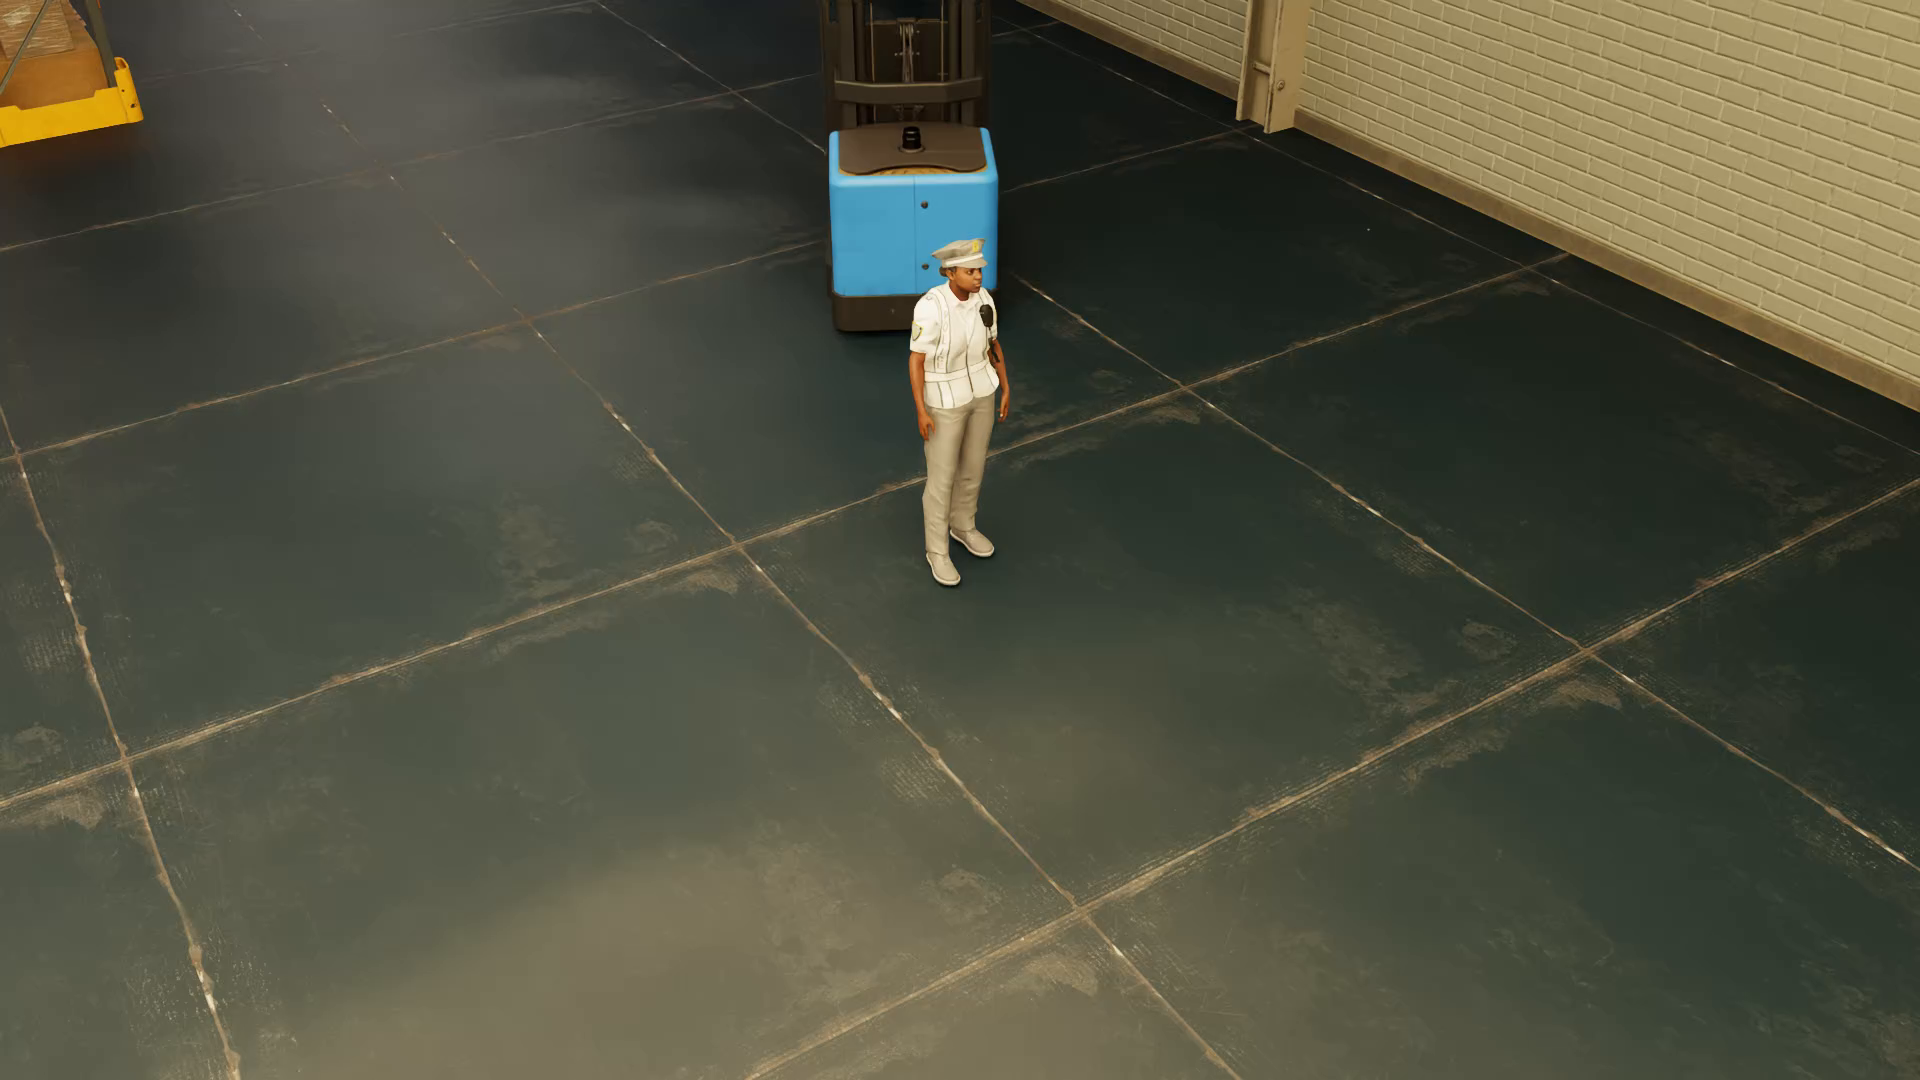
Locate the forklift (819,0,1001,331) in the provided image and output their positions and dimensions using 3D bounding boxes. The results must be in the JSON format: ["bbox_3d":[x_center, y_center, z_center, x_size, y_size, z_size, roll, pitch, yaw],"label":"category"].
[{"bbox_3d":[-0.366,-3.335,10.894,1.130,2.935,3.031,-2,35,-3],"label":"forklift"}]

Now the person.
[{"bbox_3d":[0.024,-0.657,8.146,0.569,1.694,0.530,-21,40,-27],"label":"person"}]
